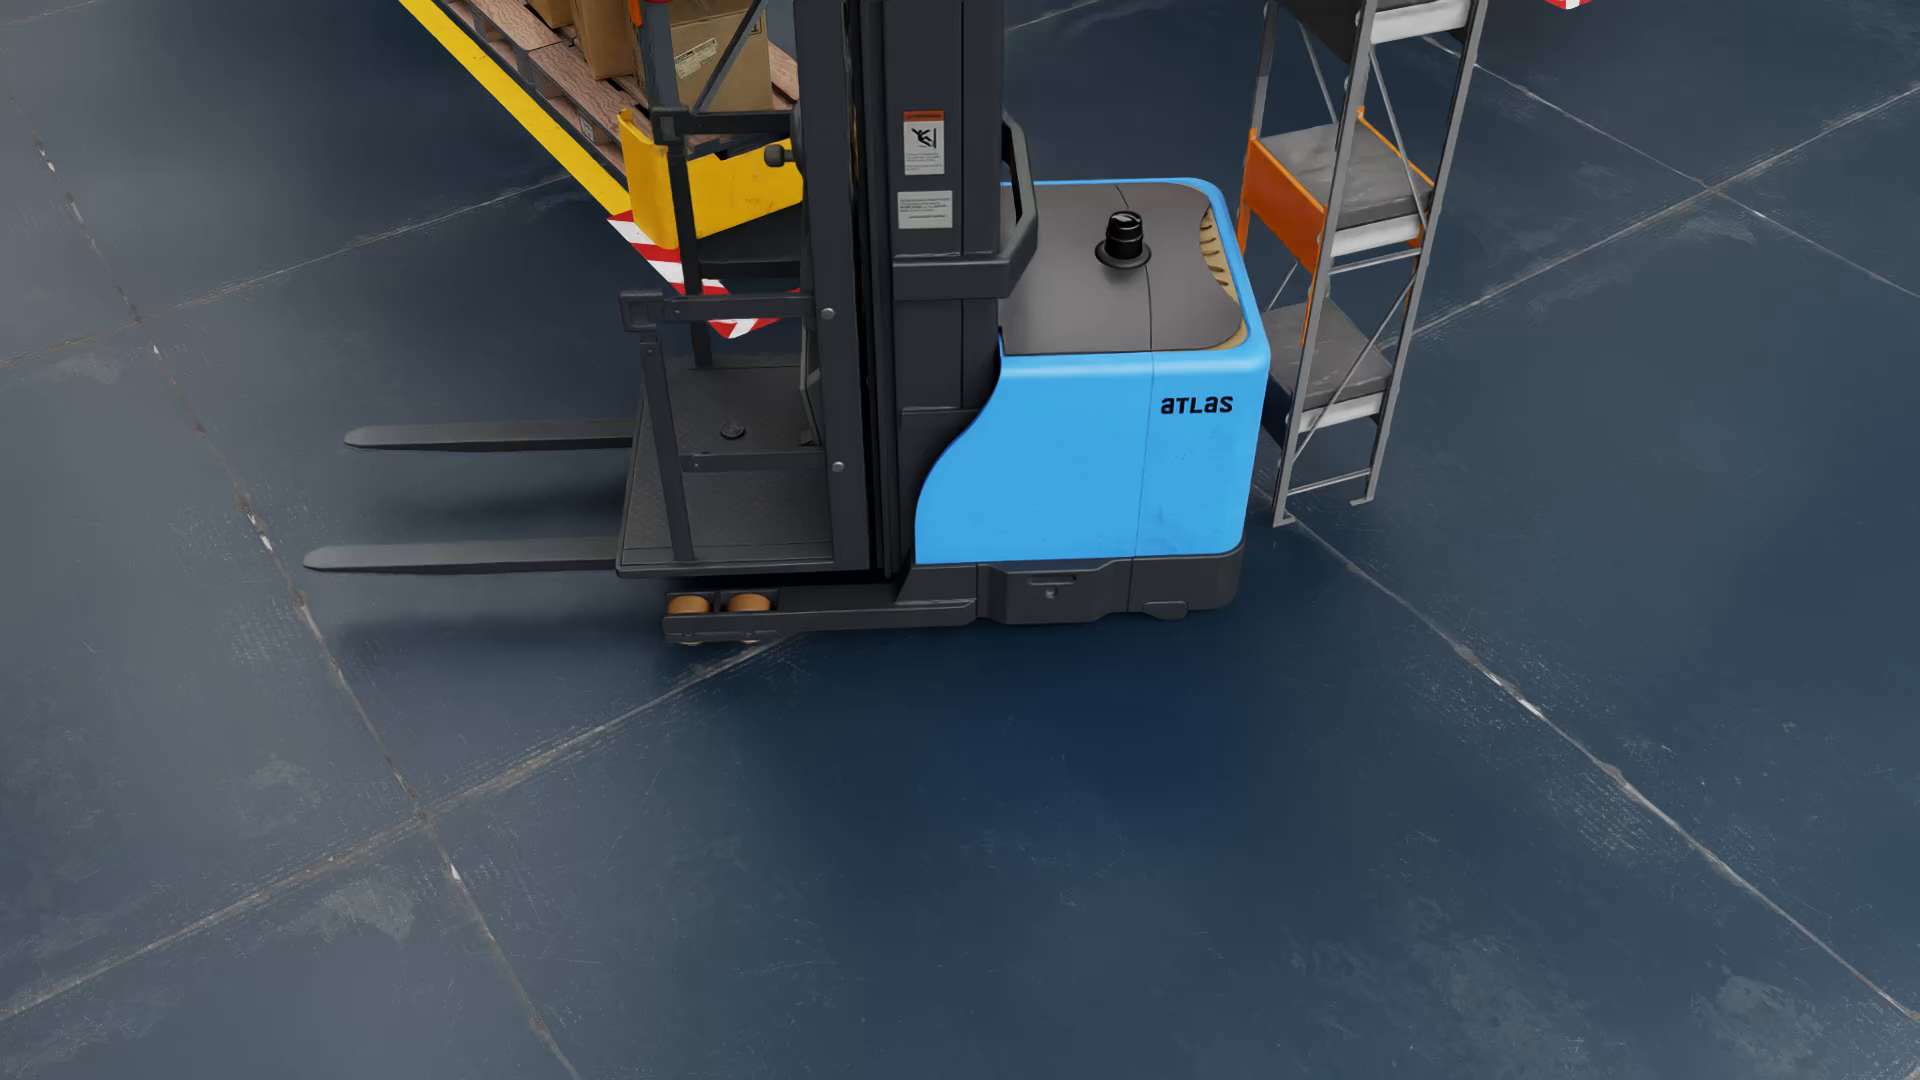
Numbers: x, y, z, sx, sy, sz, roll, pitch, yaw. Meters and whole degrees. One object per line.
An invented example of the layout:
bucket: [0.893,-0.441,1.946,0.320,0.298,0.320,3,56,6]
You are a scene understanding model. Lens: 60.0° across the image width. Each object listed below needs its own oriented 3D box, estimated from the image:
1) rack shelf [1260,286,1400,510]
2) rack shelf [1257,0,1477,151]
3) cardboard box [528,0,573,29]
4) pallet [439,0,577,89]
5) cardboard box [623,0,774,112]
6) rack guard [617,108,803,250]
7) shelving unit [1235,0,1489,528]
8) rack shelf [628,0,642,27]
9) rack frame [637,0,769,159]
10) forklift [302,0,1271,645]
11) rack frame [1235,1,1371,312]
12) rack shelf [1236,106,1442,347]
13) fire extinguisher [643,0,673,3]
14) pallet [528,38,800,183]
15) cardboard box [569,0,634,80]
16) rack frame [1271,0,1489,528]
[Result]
rack shelf: [1.188,-0.496,5.782,0.431,0.518,0.480,-15,46,-15]
rack shelf: [1.188,-1.508,4.815,0.431,0.518,0.480,-15,46,-15]
cardboard box: [-1.876,-2.876,8.096,0.500,0.500,0.500,-21,48,-21]
pallet: [-1.993,-2.779,8.509,1.003,0.211,1.213,-26,49,-24]
cardboard box: [-1.163,-2.189,7.376,0.500,0.500,0.500,-17,46,-17]
rack guard: [-0.863,-1.719,7.189,1.175,0.500,0.348,-26,49,-24]
shelving unit: [1.188,-1.012,5.290,0.431,2.100,0.503,-15,46,-15]
rack shelf: [-1.964,-3.453,7.716,1.077,0.370,4.000,-26,49,-24]
rack frame: [-0.820,-2.581,6.281,1.000,3.000,0.127,-26,49,-24]
forklift: [-0.618,-1.096,4.776,3.031,2.935,1.130,-2,44,-2]
rack frame: [1.102,-1.170,5.455,0.400,2.100,0.015,-15,46,-15]
rack shelf: [1.188,-1.002,5.299,0.431,0.518,0.480,-15,46,-15]
fire extinguisher: [-1.132,-2.306,6.049,0.296,0.674,0.183,-26,49,-24]
pallet: [-1.299,-2.089,7.785,1.003,0.211,1.213,-26,49,-24]
cardboard box: [-1.533,-2.514,7.717,0.500,0.500,0.500,-14,45,-14]
rack frame: [1.274,-0.854,5.124,0.400,2.100,0.015,-15,46,-15]
